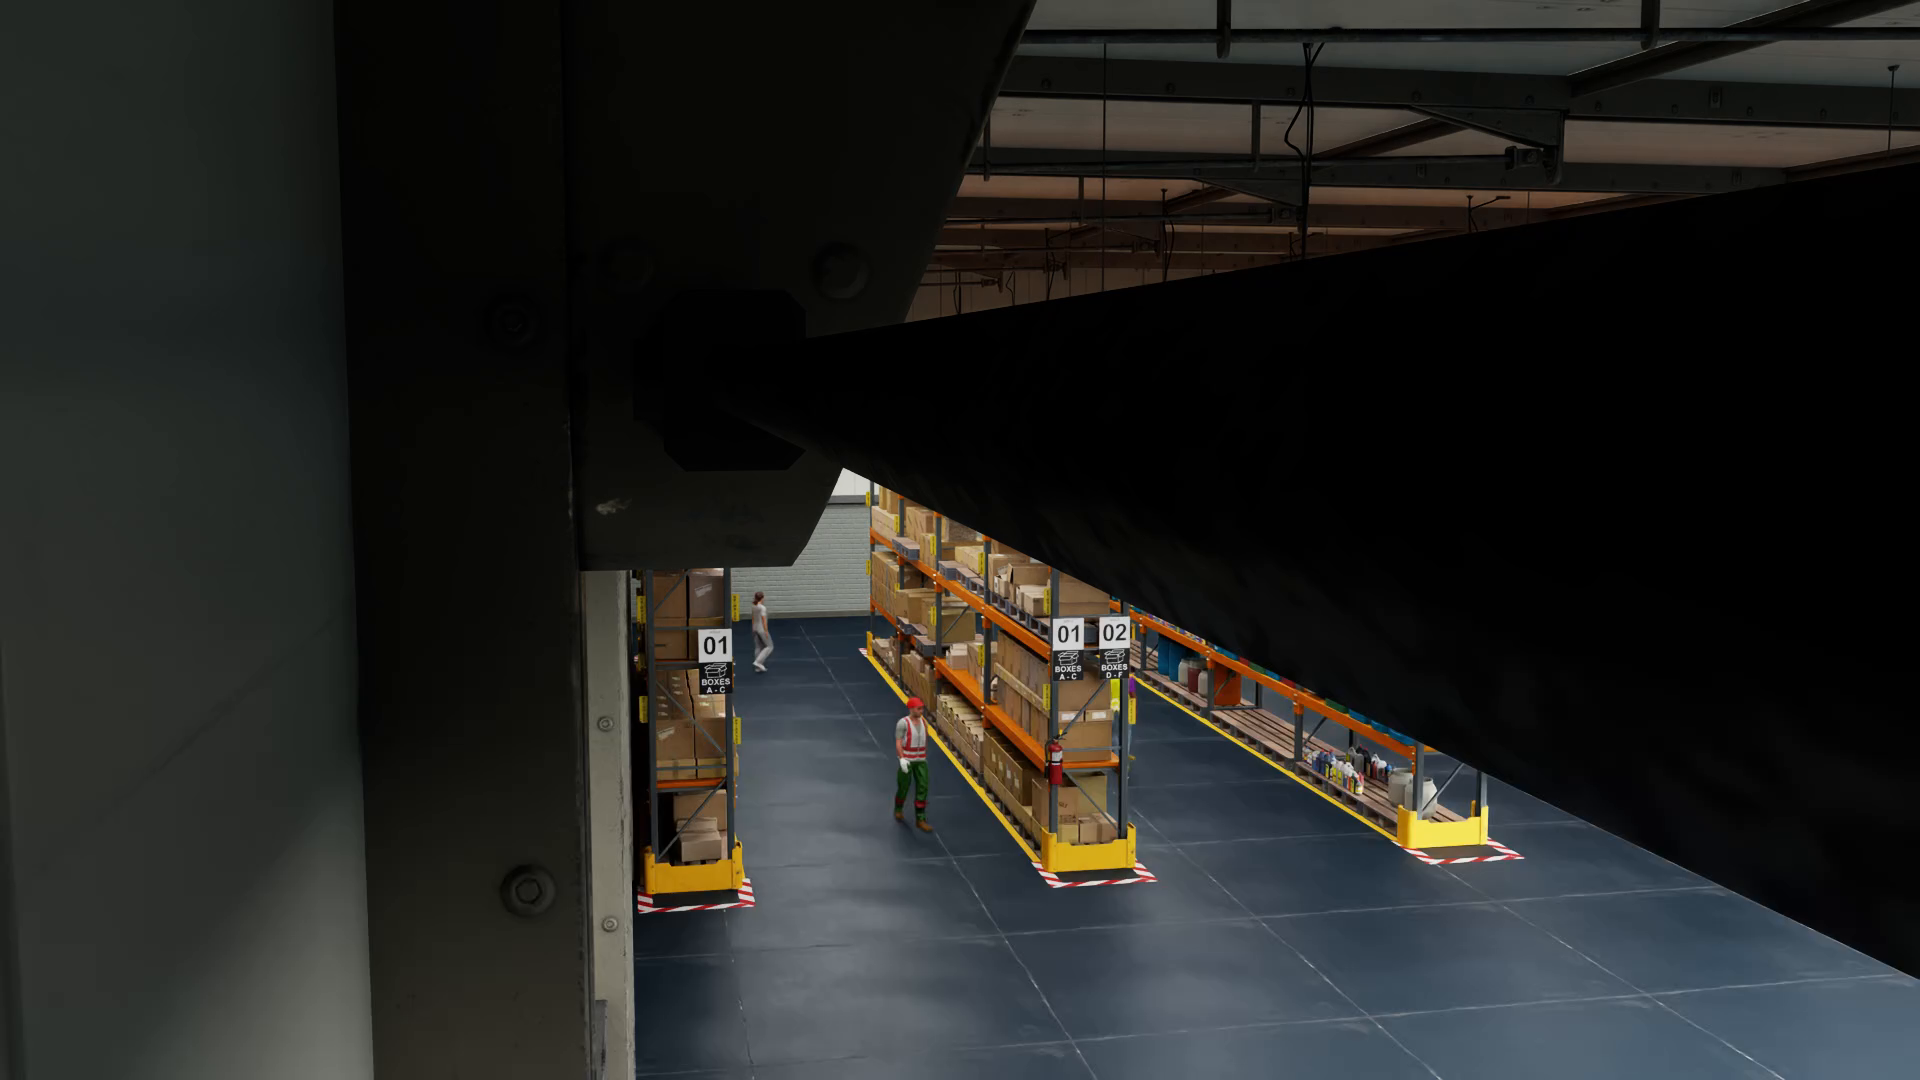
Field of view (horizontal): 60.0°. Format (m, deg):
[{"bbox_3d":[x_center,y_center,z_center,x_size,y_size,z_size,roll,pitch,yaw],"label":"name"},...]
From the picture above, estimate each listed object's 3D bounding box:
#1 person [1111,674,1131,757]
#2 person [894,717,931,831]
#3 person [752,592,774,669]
[{"bbox_3d":[2.496,2.787,26.388,0.453,1.444,0.451,0,6,3],"label":"person"},{"bbox_3d":[-0.621,3.200,23.014,0.573,1.509,0.808,-5,8,-38],"label":"person"},{"bbox_3d":[-4.157,1.870,34.469,0.439,1.606,0.474,-6,8,-44],"label":"person"}]
